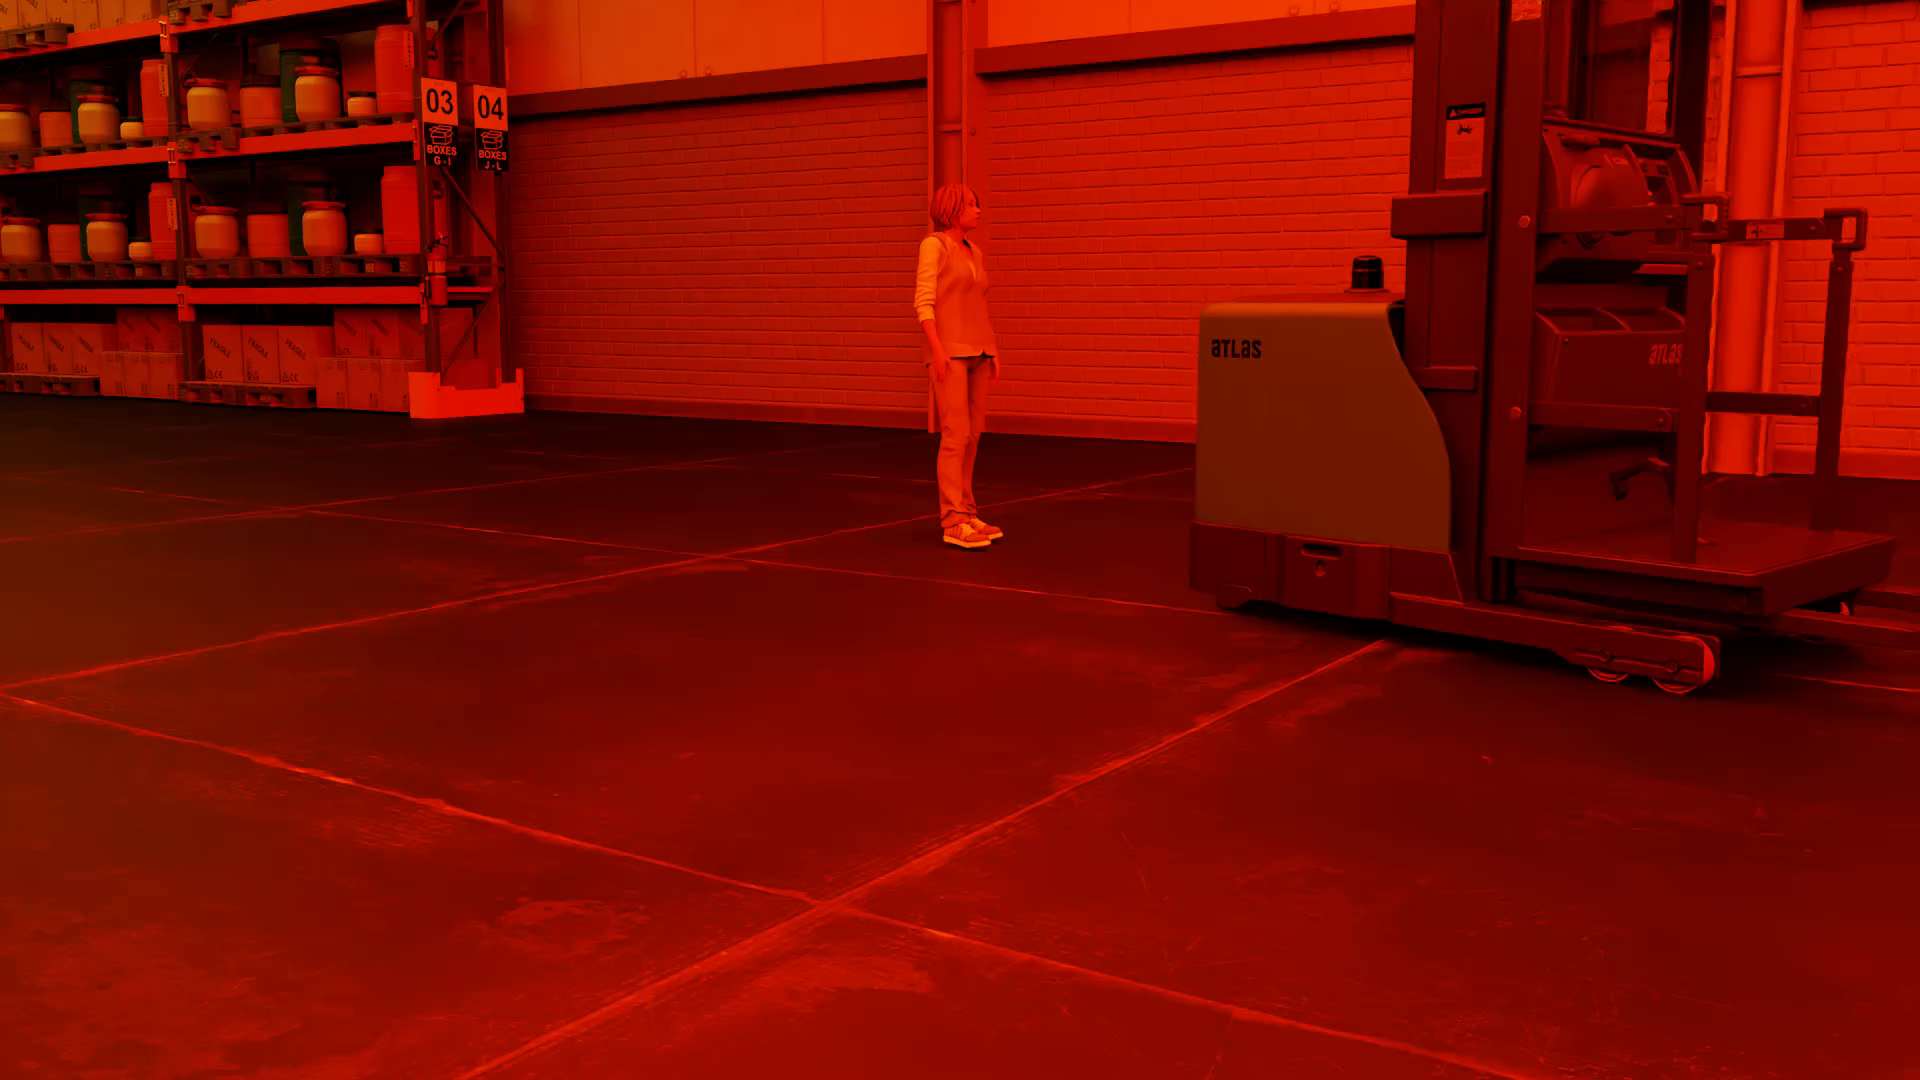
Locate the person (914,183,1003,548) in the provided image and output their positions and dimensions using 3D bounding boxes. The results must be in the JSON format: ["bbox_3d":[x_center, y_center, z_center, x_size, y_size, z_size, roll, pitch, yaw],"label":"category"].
[{"bbox_3d":[0.054,-0.790,7.438,0.473,1.599,0.521,5,10,34],"label":"person"}]

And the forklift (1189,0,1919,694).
[{"bbox_3d":[2.182,-1.105,4.964,1.130,2.935,3.031,-7,11,-42],"label":"forklift"}]
